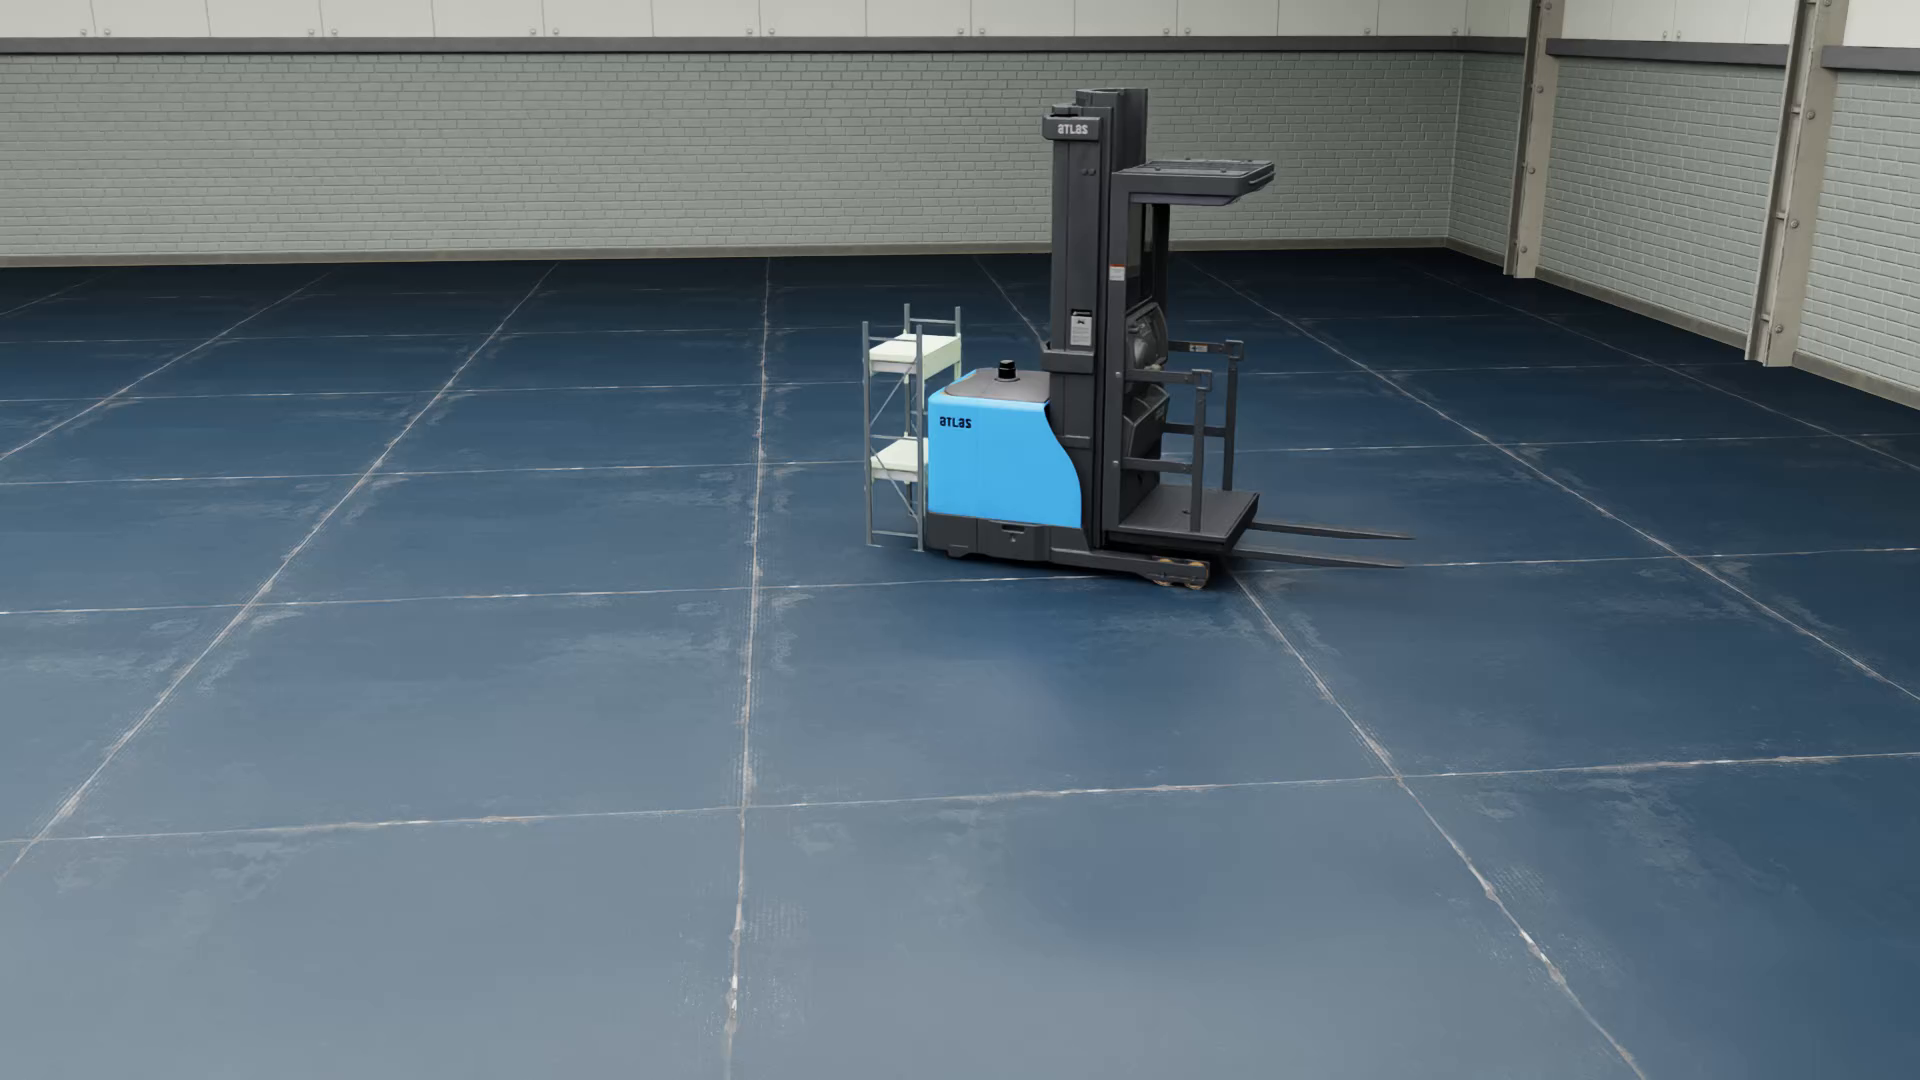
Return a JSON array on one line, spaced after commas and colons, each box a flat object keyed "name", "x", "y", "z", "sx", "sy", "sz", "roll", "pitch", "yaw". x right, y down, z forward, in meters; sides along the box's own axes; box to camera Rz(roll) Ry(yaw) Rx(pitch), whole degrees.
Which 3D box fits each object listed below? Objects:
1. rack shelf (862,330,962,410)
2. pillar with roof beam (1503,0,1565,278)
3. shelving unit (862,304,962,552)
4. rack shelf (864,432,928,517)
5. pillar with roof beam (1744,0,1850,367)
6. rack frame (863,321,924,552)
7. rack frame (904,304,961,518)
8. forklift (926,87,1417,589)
[{"name": "rack shelf", "x": -0.308, "y": -1.134, "z": 10.982, "sx": 0.431, "sy": 0.370, "sz": 0.720, "roll": 6, "pitch": 18, "yaw": 19}, {"name": "pillar with roof beam", "x": 3.338, "y": -7.756, "z": 20.857, "sx": 9.100, "sy": 9.000, "sz": 0.400, "roll": -2, "pitch": 18, "yaw": -6}, {"name": "shelving unit", "x": -0.308, "y": -0.762, "z": 11.099, "sx": 0.431, "sy": 1.500, "sz": 0.755, "roll": 6, "pitch": 18, "yaw": 19}, {"name": "rack shelf", "x": -0.308, "y": -0.451, "z": 11.197, "sx": 0.431, "sy": 0.370, "sz": 0.720, "roll": 6, "pitch": 18, "yaw": 19}, {"name": "pillar with roof beam", "x": 3.957, "y": -5.968, "z": 15.163, "sx": 9.100, "sy": 9.000, "sz": 0.400, "roll": -2, "pitch": 18, "yaw": -6}, {"name": "rack frame", "x": -0.429, "y": -0.658, "z": 10.770, "sx": 0.400, "sy": 1.500, "sz": 0.023, "roll": 6, "pitch": 18, "yaw": 19}, {"name": "rack frame", "x": -0.186, "y": -0.865, "z": 11.428, "sx": 0.400, "sy": 1.500, "sz": 0.023, "roll": 6, "pitch": 18, "yaw": 19}, {"name": "forklift", "x": 1.353, "y": -1.275, "z": 10.344, "sx": 3.031, "sy": 2.935, "sz": 1.130, "roll": 6, "pitch": 18, "yaw": 19}]
